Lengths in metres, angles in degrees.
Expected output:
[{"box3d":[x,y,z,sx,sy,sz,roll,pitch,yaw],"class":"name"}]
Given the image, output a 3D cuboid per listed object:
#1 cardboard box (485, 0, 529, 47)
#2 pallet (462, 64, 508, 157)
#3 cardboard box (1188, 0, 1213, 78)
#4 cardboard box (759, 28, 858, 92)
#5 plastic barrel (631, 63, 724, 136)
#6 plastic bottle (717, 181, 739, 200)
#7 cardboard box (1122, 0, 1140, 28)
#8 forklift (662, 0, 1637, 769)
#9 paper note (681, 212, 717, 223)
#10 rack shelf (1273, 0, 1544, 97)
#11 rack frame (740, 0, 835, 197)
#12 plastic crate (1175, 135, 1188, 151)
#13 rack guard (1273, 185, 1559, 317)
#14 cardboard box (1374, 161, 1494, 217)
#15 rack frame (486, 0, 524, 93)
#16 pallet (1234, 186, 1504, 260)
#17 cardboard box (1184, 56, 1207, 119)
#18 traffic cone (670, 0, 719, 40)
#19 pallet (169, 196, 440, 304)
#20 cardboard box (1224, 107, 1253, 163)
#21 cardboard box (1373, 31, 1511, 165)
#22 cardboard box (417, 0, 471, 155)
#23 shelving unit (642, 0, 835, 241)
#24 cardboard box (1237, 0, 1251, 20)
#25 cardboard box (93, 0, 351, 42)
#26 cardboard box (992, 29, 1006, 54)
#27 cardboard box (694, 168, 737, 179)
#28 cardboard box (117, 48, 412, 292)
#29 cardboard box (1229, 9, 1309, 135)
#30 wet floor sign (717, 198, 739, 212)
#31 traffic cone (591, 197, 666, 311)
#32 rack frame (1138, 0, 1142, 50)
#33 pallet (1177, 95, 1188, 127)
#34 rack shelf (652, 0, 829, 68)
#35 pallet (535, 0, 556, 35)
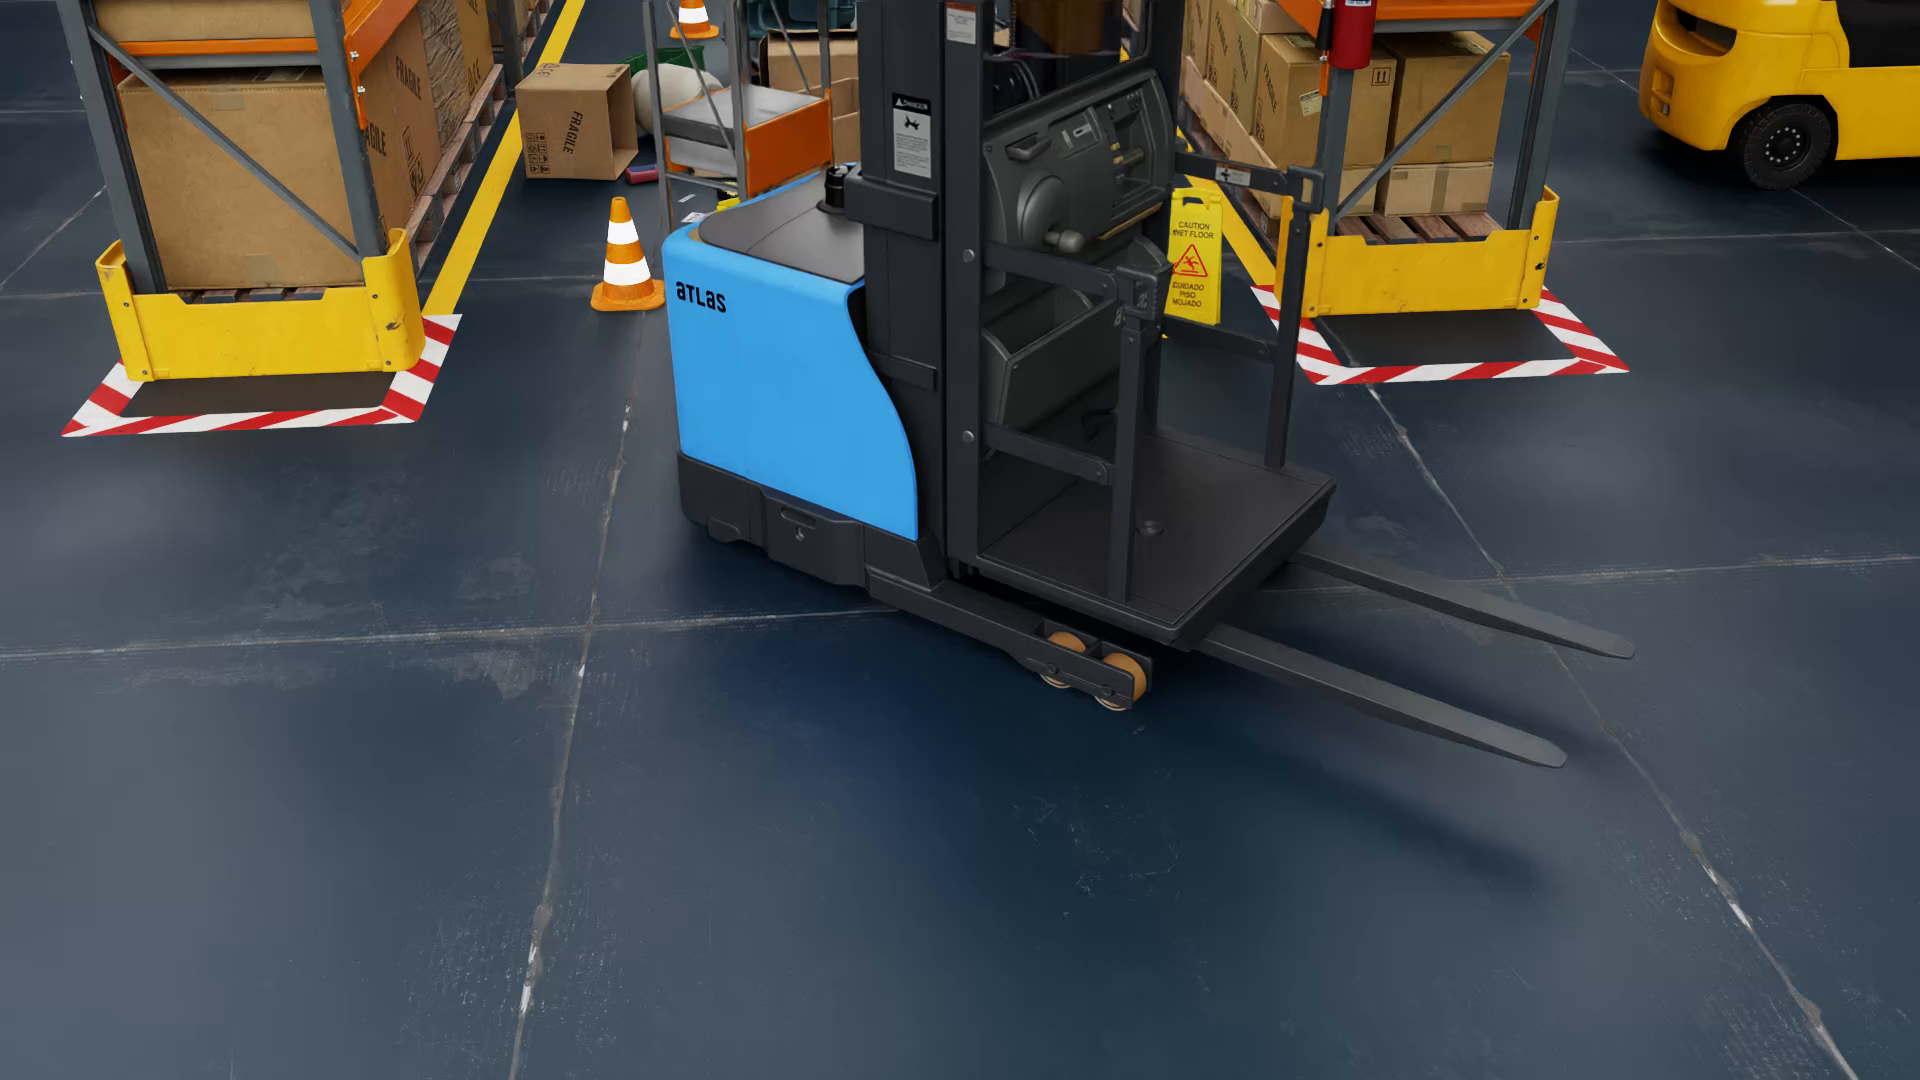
[{"box3d":[-3.399,-3.634,10.694,1.050,0.750,0.750,-3,31,-5],"class":"cardboard box"},{"box3d":[-3.258,-2.518,9.760,1.003,0.211,1.213,-3,31,-5],"class":"pallet"},{"box3d":[1.563,-2.866,9.164,0.500,0.500,0.500,-1,31,-2],"class":"cardboard box"},{"box3d":[-0.739,-2.593,9.468,0.797,0.637,0.503,-3,31,-5],"class":"cardboard box"},{"box3d":[-1.618,-2.495,9.515,0.512,0.421,0.421,20,36,29],"class":"plastic barrel"},{"box3d":[-1.195,-1.829,8.753,0.133,0.061,0.283,-14,33,-22],"class":"plastic bottle"},{"box3d":[1.616,-3.716,11.199,0.950,0.372,0.625,-2,31,-4],"class":"cardboard box"},{"box3d":[0.527,-1.065,4.675,3.031,2.935,1.130,20,36,30],"class":"forklift"},{"box3d":[-1.330,-1.650,8.485,0.144,0.017,0.142,8,32,13],"class":"paper note"},{"box3d":[1.855,-3.066,8.659,1.077,0.370,4.000,-3,31,-5],"class":"rack shelf"},{"box3d":[-0.629,-1.451,6.132,0.400,2.100,0.015,18,35,28],"class":"rack frame"},{"box3d":[0.998,-2.302,9.525,0.402,0.080,0.583,-14,33,-22],"class":"plastic crate"},{"box3d":[2.034,-1.319,7.471,1.175,0.500,0.348,-3,31,-5],"class":"rack guard"},{"box3d":[2.241,-1.779,8.075,0.500,0.250,0.500,-3,31,-5],"class":"cardboard box"},{"box3d":[-3.251,-4.107,9.701,1.000,3.000,0.127,-3,31,-5],"class":"rack frame"},{"box3d":[1.994,-1.612,8.243,1.003,0.211,1.213,-3,31,-5],"class":"pallet"},{"box3d":[1.567,-2.539,9.347,0.500,0.250,0.500,-3,31,-5],"class":"cardboard box"},{"box3d":[-1.873,-3.775,11.619,0.336,0.463,0.334,-3,31,-5],"class":"traffic cone"},{"box3d":[-3.030,-1.272,7.674,1.003,0.211,1.213,-3,31,-5],"class":"pallet"},{"box3d":[1.658,-2.018,8.476,0.500,0.250,0.500,-3,31,-4],"class":"cardboard box"},{"box3d":[2.239,-2.113,7.902,0.500,0.500,0.500,-4,31,-6],"class":"cardboard box"},{"box3d":[-3.174,-2.591,8.825,0.875,0.875,0.875,-3,31,-4],"class":"cardboard box"},{"box3d":[-0.762,-1.347,5.957,0.431,2.100,0.503,18,35,28],"class":"shelving unit"},{"box3d":[1.585,-2.663,8.192,0.380,0.149,0.250,-2,31,-4],"class":"cardboard box"},{"box3d":[-2.957,-2.317,6.557,0.875,0.550,0.550,-3,31,-5],"class":"cardboard box"},{"box3d":[0.413,-2.712,9.800,0.500,0.500,0.500,20,36,29],"class":"cardboard box"},{"box3d":[-1.257,-2.144,9.081,0.396,0.266,0.258,2,31,4],"class":"cardboard box"},{"box3d":[-3.007,-1.676,7.294,0.875,0.875,0.875,-3,31,-4],"class":"cardboard box"},{"box3d":[1.655,-2.338,8.280,0.500,0.500,0.500,-2,31,-3],"class":"cardboard box"},{"box3d":[-0.903,-1.134,7.020,0.267,0.644,0.232,-8,32,-13],"class":"wet floor sign"},{"box3d":[-1.513,-1.315,7.500,0.336,0.463,0.334,-3,31,-5],"class":"traffic cone"},{"box3d":[1.668,-4.396,10.184,1.000,3.000,0.127,-3,31,-5],"class":"rack frame"},{"box3d":[1.766,-2.858,10.328,1.003,0.211,1.213,-3,31,-5],"class":"pallet"},{"box3d":[-0.762,-1.936,5.605,0.431,0.518,0.480,18,35,28],"class":"rack shelf"},{"box3d":[-3.515,-3.925,12.115,1.003,0.211,1.213,-3,31,-5],"class":"pallet"}]
